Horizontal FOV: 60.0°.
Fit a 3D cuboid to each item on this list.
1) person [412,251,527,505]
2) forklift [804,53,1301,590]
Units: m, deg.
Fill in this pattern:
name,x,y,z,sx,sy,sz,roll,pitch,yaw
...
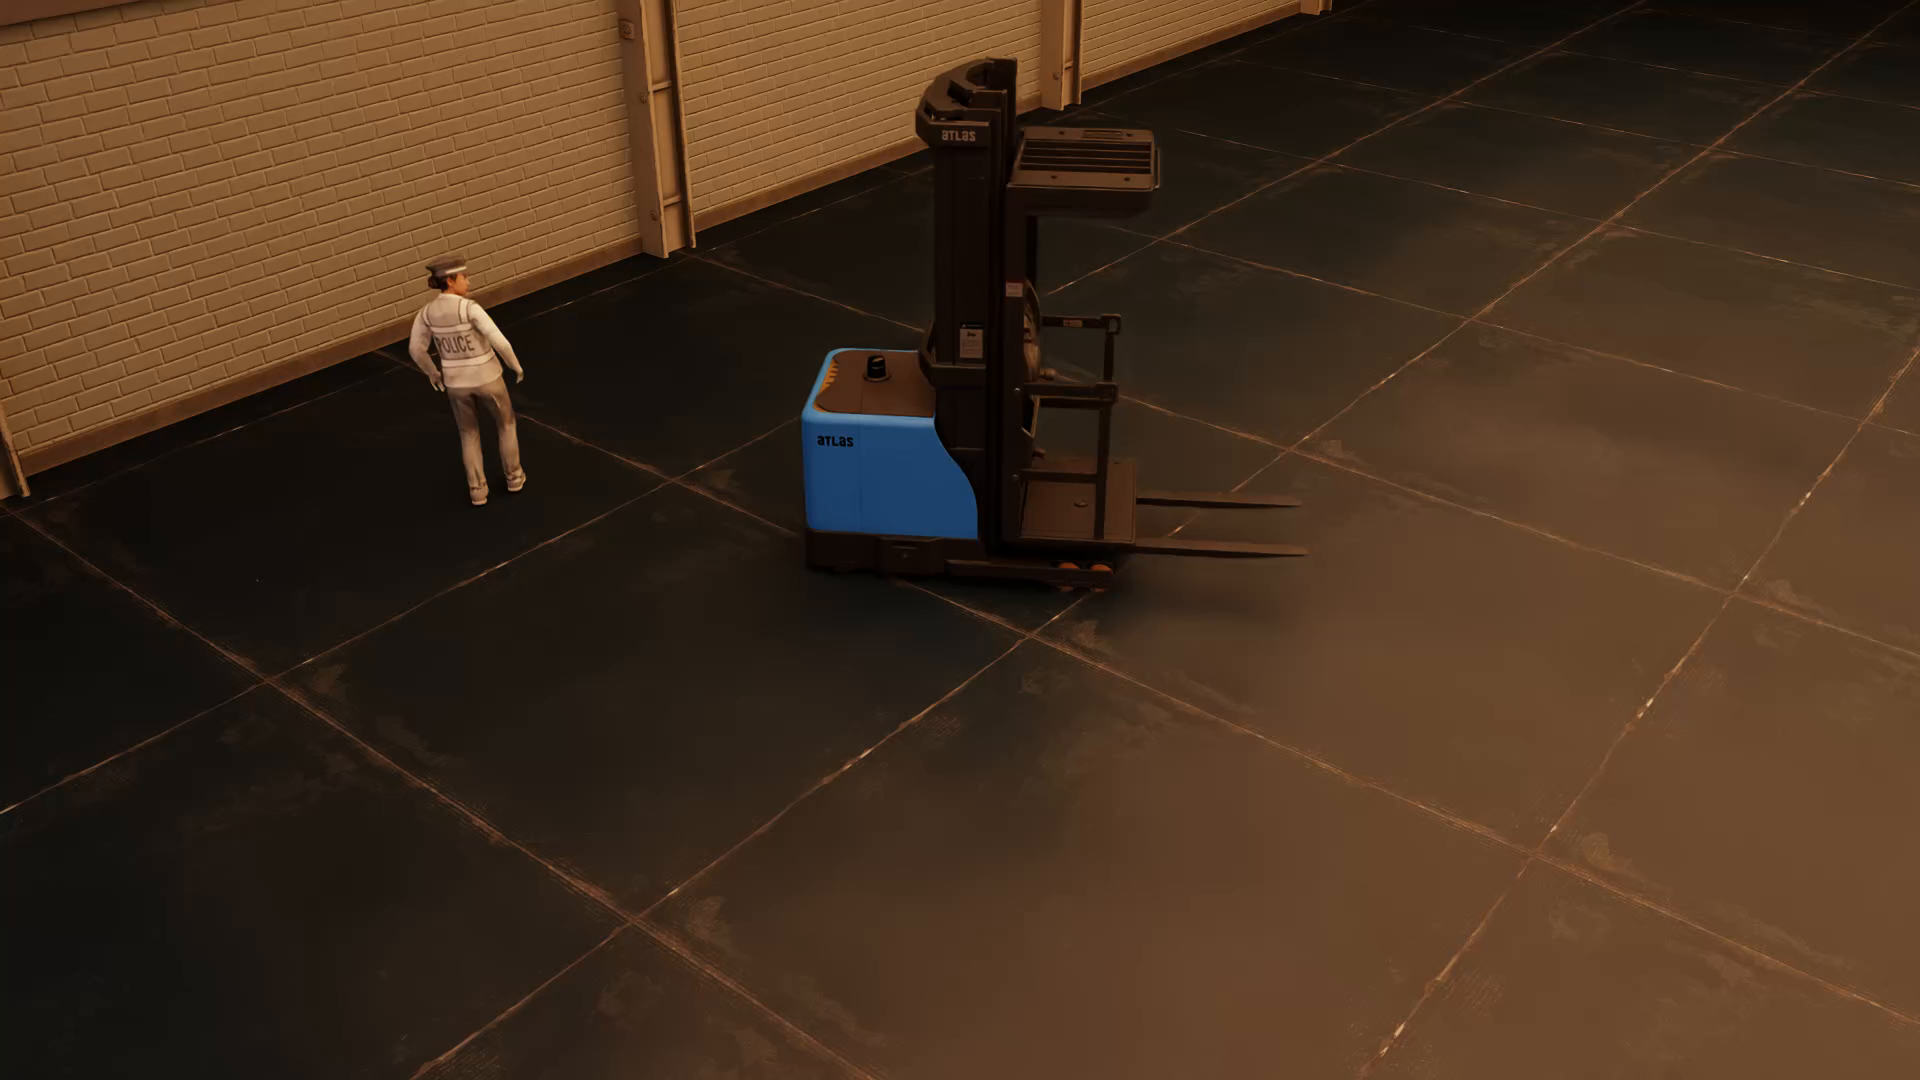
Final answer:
name,x,y,z,sx,sy,sz,roll,pitch,yaw
person,-3.105,-1.040,10.634,0.662,1.663,0.441,1,30,1
forklift,0.598,-1.331,9.872,3.031,2.935,1.130,-6,31,-10
